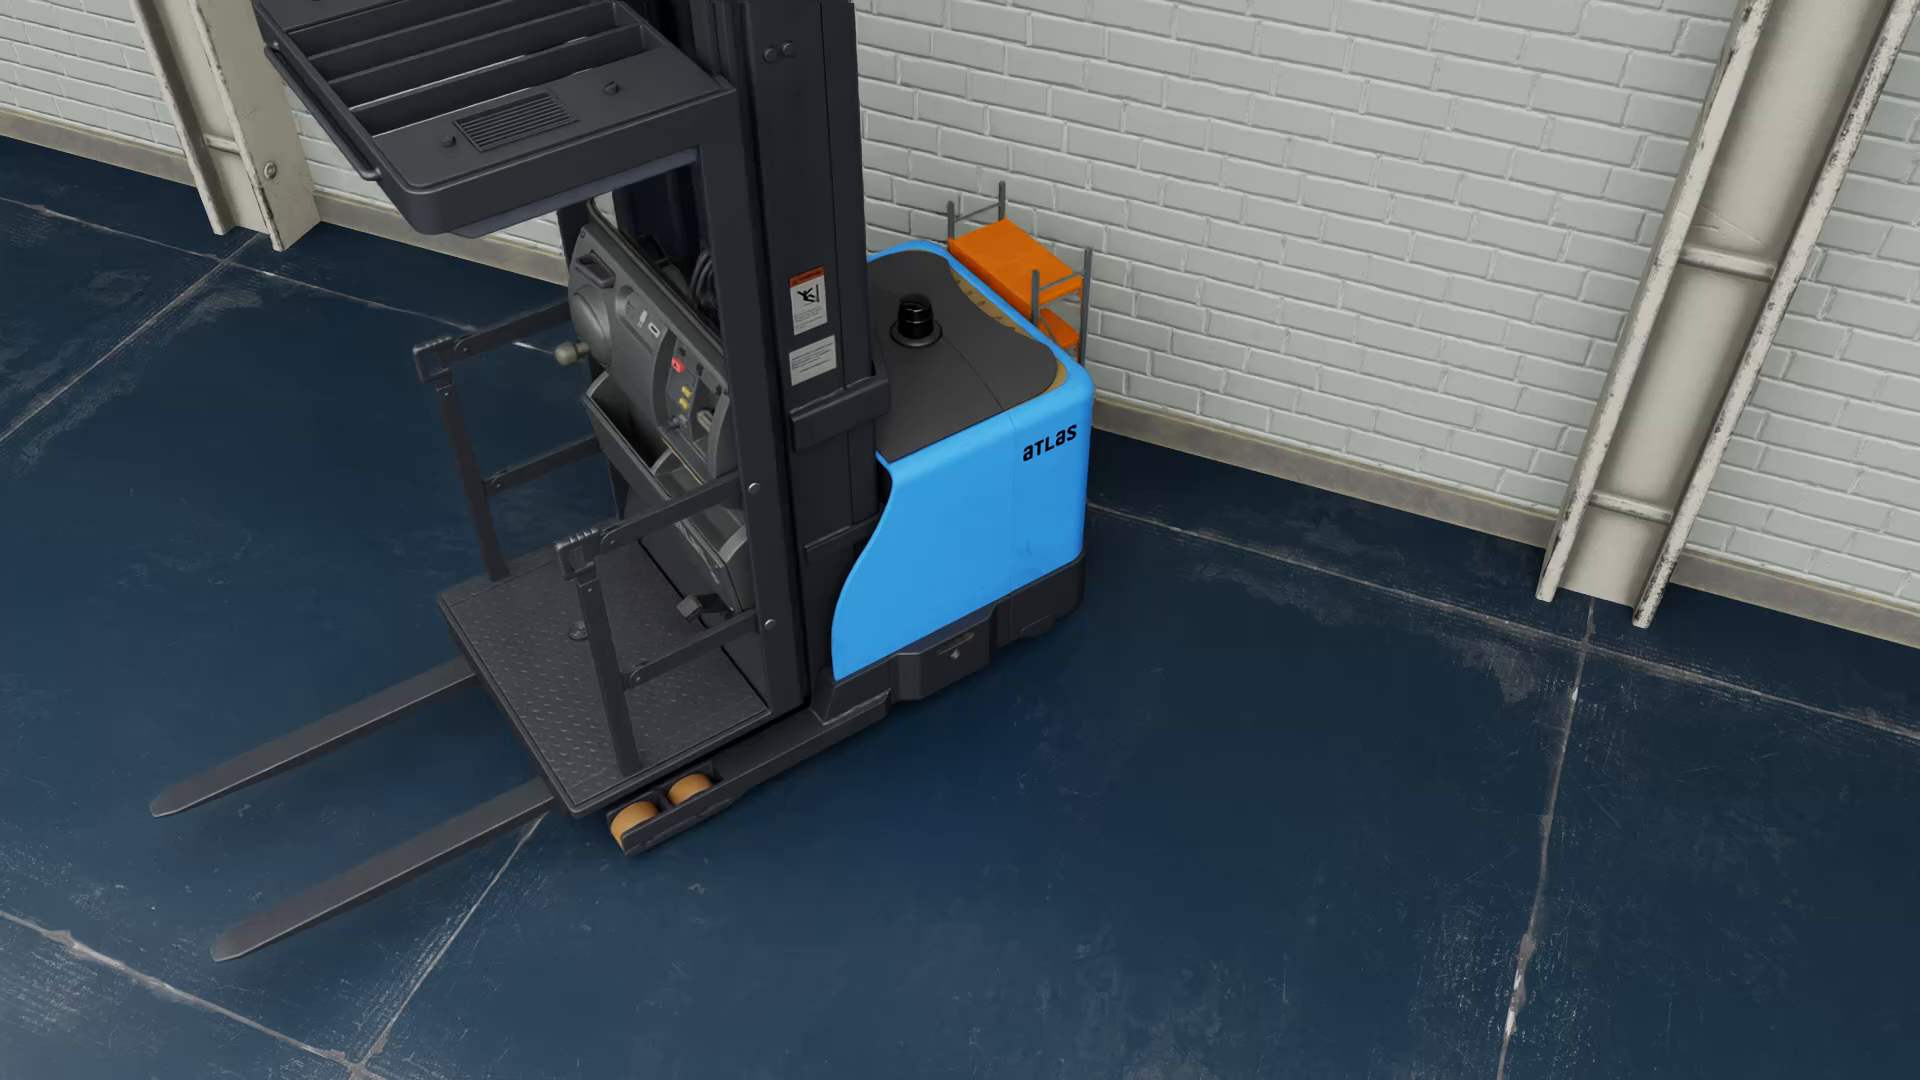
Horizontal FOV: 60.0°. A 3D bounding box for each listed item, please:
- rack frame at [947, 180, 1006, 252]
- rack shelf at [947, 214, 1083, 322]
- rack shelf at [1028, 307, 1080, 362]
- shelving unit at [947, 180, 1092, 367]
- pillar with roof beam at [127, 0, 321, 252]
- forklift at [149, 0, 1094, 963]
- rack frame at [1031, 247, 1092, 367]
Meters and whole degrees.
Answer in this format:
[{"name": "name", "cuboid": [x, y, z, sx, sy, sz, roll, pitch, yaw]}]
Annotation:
[{"name": "rack frame", "cuboid": [0.057, -0.779, 6.182, 0.240, 1.200, 0.015, -26, 51, -24]}, {"name": "rack shelf", "cuboid": [0.198, -0.917, 5.764, 0.258, 0.148, 0.480, -26, 51, -24]}, {"name": "rack shelf", "cuboid": [0.198, -0.749, 5.931, 0.258, 0.148, 0.480, -26, 51, -24]}, {"name": "shelving unit", "cuboid": [0.198, -0.638, 6.041, 0.258, 1.200, 0.503, -26, 51, -24]}, {"name": "pillar with roof beam", "cuboid": [-4.864, -1.853, 1.732, 0.400, 9.000, 9.100, 16, 47, 16]}, {"name": "forklift", "cuboid": [-1.062, -0.479, 4.653, 3.031, 2.935, 1.130, -26, 50, -24]}, {"name": "rack frame", "cuboid": [0.338, -0.498, 5.899, 0.240, 1.200, 0.015, -26, 51, -24]}]
